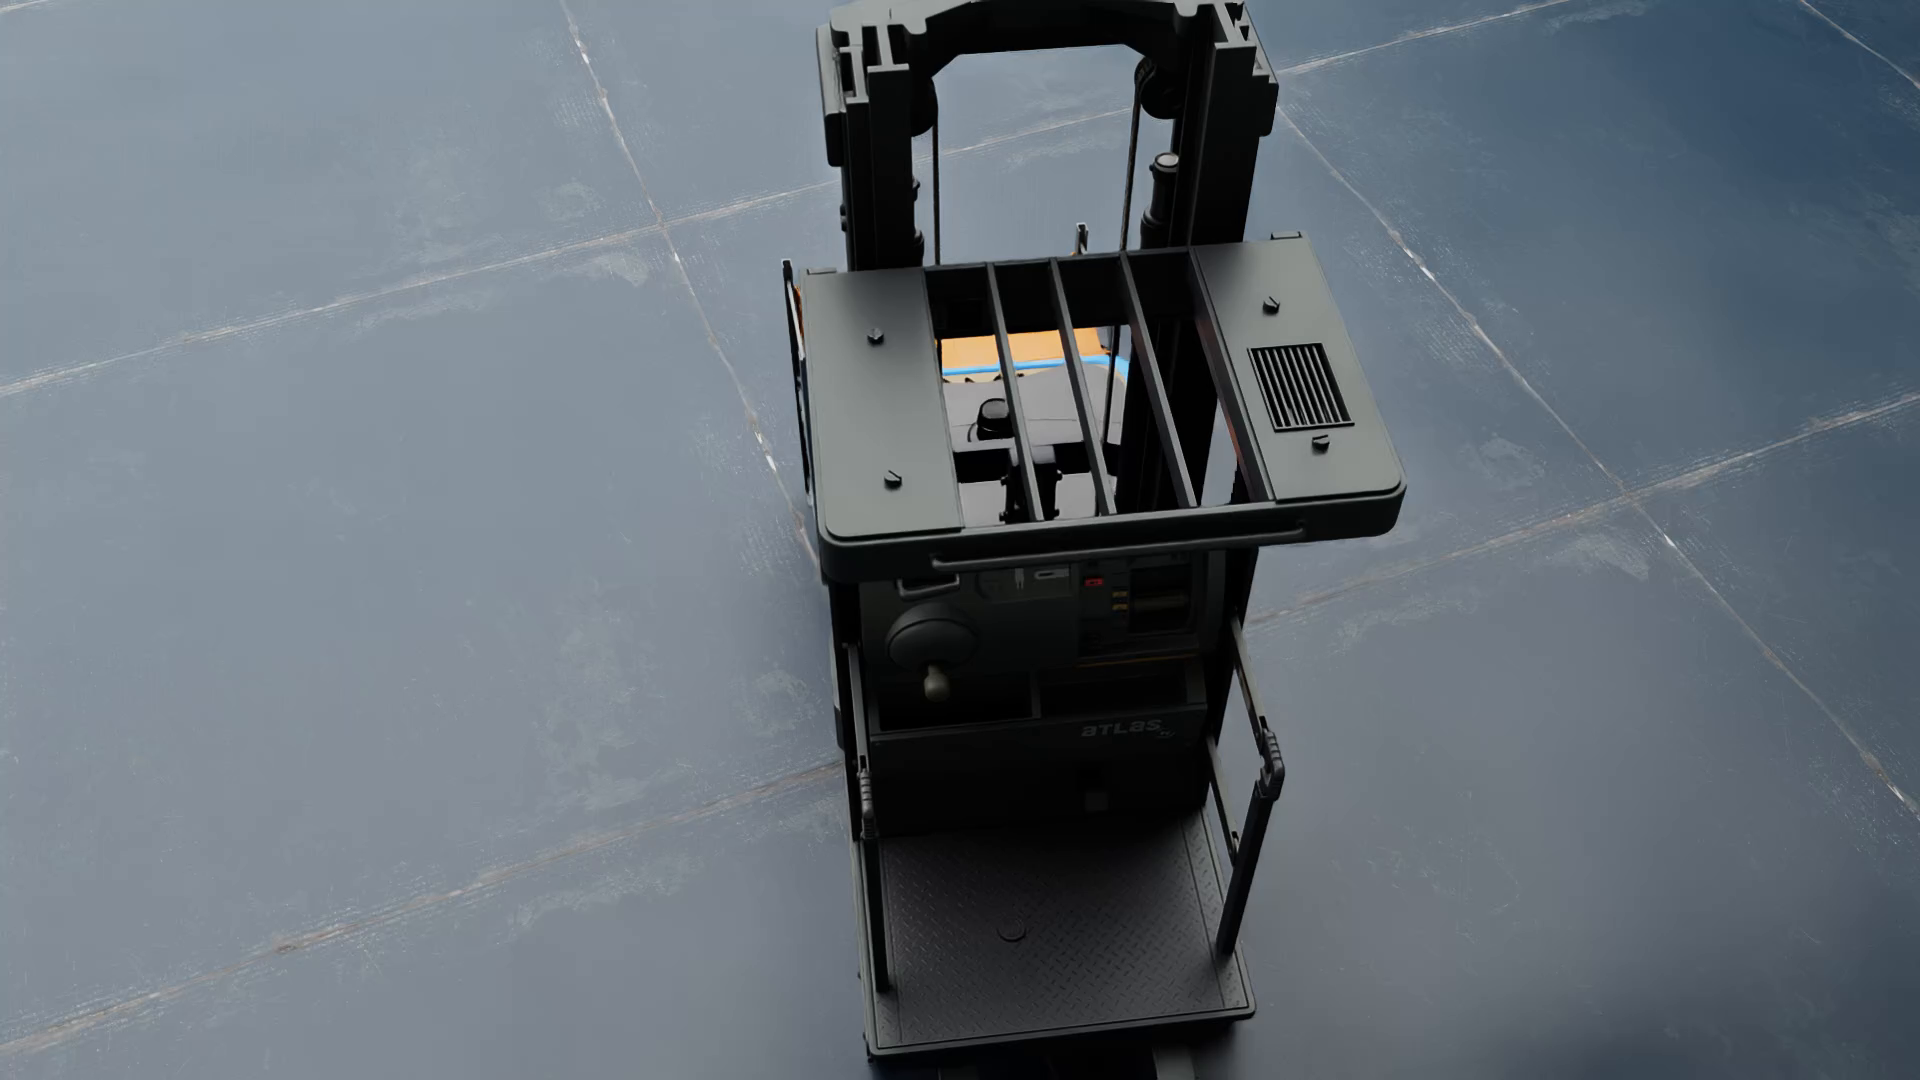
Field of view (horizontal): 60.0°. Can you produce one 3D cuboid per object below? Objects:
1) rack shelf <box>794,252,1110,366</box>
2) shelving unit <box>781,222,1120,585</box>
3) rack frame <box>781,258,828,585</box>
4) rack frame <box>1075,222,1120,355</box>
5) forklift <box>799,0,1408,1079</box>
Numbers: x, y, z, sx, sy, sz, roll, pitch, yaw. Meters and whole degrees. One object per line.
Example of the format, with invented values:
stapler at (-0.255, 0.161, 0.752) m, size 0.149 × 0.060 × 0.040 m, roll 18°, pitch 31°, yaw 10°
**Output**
rack shelf at (-0.038, -0.653, 5.684) m, size 1.000 × 0.278 × 0.538 m, roll -8°, pitch 50°, yaw -7°
shelving unit at (-0.038, -0.462, 5.906) m, size 1.048 × 1.125 × 0.538 m, roll -8°, pitch 50°, yaw -7°
rack frame at (-0.538, -0.390, 5.844) m, size 0.032 × 1.125 × 0.500 m, roll -8°, pitch 50°, yaw -7°
rack frame at (0.461, -0.535, 5.968) m, size 0.032 × 1.125 × 0.500 m, roll -8°, pitch 50°, yaw -7°
forklift at (0.238, 0.288, 4.070) m, size 1.130 × 2.935 × 3.031 m, roll -5°, pitch 50°, yaw -4°
